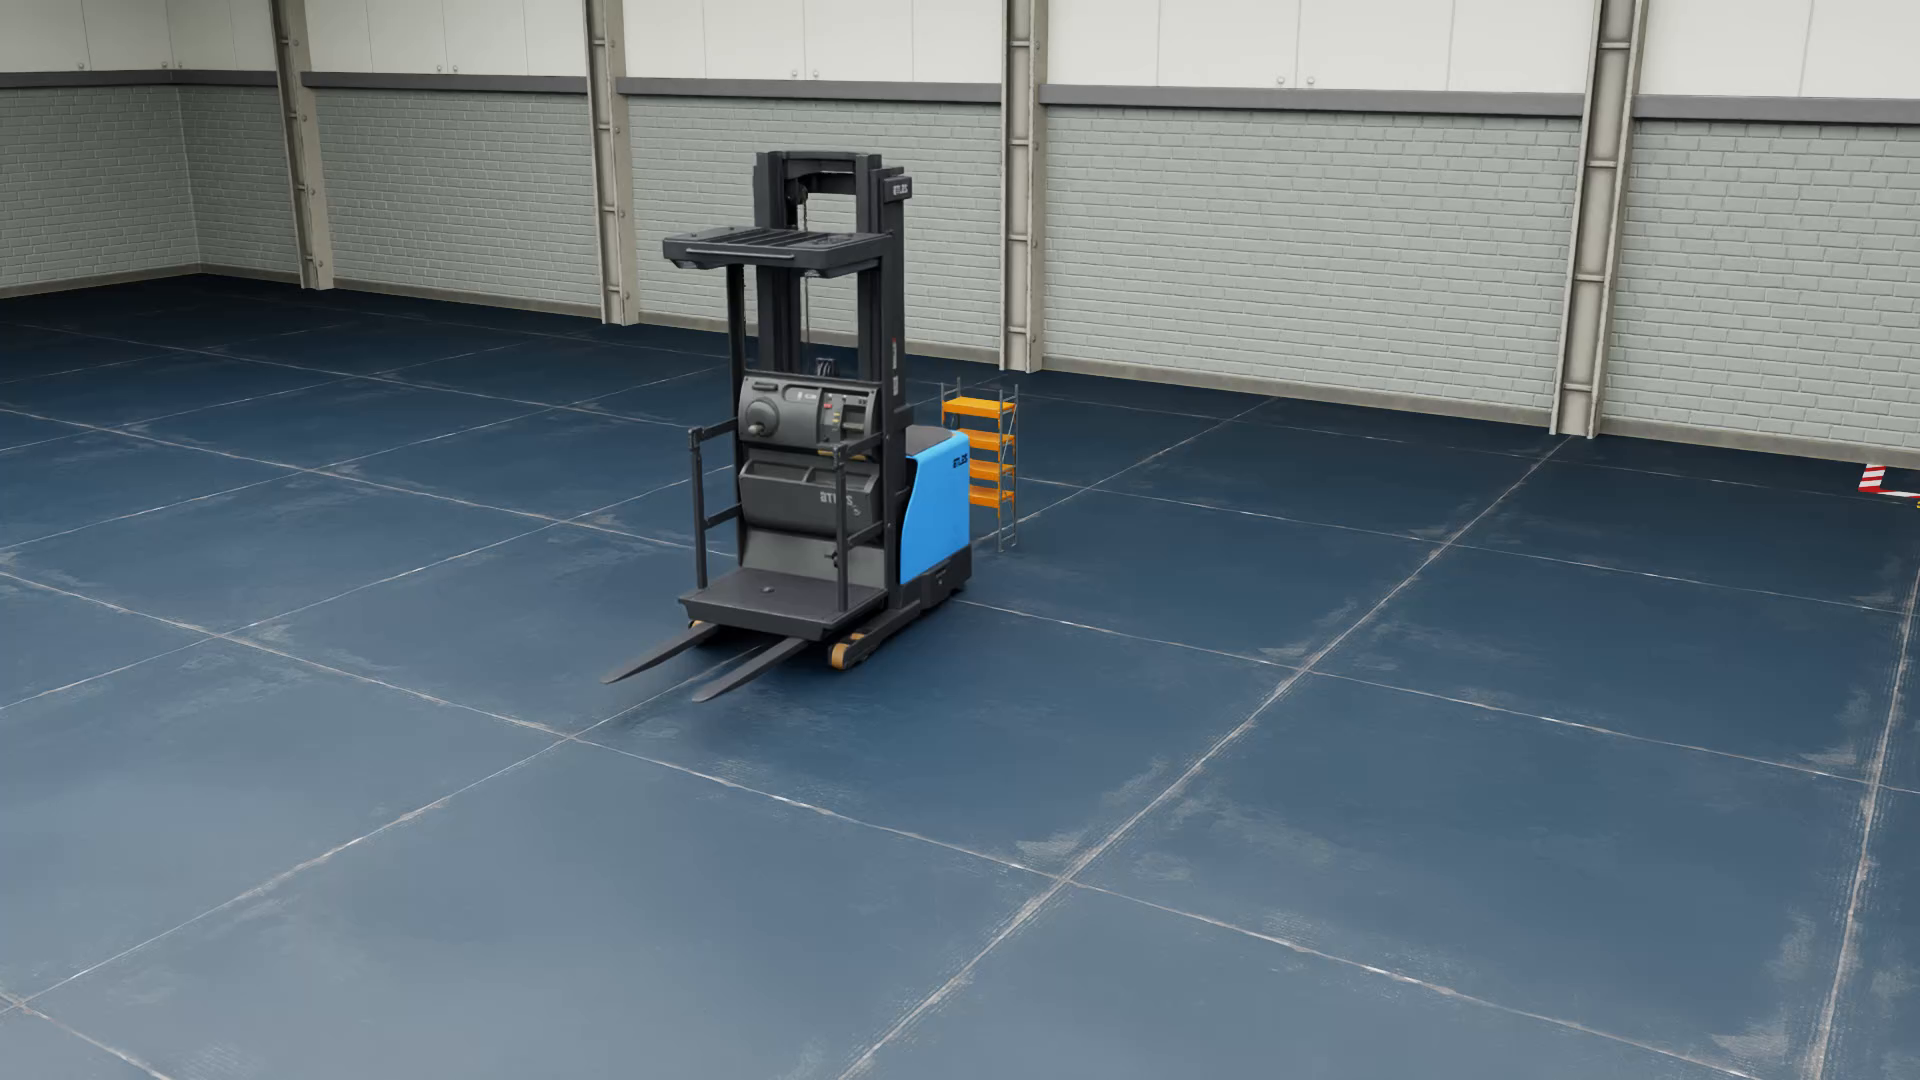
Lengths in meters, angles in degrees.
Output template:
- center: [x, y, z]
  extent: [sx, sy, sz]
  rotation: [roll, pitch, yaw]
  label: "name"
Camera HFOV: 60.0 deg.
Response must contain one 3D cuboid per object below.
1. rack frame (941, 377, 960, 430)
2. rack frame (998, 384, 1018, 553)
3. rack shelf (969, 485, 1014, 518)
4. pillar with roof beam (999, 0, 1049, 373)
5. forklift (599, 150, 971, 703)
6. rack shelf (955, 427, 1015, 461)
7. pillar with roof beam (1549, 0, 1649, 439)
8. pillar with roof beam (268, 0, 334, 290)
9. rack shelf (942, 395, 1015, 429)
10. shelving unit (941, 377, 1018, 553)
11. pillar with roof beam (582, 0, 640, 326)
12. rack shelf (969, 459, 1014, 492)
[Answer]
- center: [-0.067, -0.586, 12.246]
  extent: [0.015, 1.200, 0.240]
  rotation: [10, 20, 30]
  label: "rack frame"
- center: [0.349, -0.512, 12.002]
  extent: [0.015, 1.200, 0.240]
  rotation: [10, 20, 30]
  label: "rack frame"
- center: [0.141, -0.295, 12.201]
  extent: [0.480, 0.148, 0.258]
  rotation: [10, 20, 30]
  label: "rack shelf"
- center: [-1.563, -5.161, 13.888]
  extent: [0.400, 9.000, 9.100]
  rotation: [10, 20, 30]
  label: "pillar with roof beam"
- center: [-1.017, -0.771, 9.878]
  extent: [1.130, 2.935, 3.031]
  rotation: [8, 19, 25]
  label: "forklift"
- center: [0.141, -0.699, 12.078]
  extent: [0.480, 0.148, 0.258]
  rotation: [10, 20, 30]
  label: "rack shelf"
- center: [3.549, -4.248, 10.884]
  extent: [0.400, 9.000, 9.100]
  rotation: [10, 20, 30]
  label: "pillar with roof beam"
- center: [-11.789, -6.986, 19.897]
  extent: [0.400, 9.000, 9.100]
  rotation: [10, 20, 30]
  label: "pillar with roof beam"
- center: [0.141, -0.925, 12.010]
  extent: [0.480, 0.148, 0.258]
  rotation: [10, 20, 30]
  label: "rack shelf"
- center: [0.141, -0.549, 12.124]
  extent: [0.503, 1.200, 0.258]
  rotation: [10, 20, 30]
  label: "shelving unit"
- center: [-6.676, -6.073, 16.893]
  extent: [0.400, 9.000, 9.100]
  rotation: [10, 20, 30]
  label: "pillar with roof beam"
- center: [0.141, -0.485, 12.143]
  extent: [0.480, 0.148, 0.258]
  rotation: [10, 20, 30]
  label: "rack shelf"
